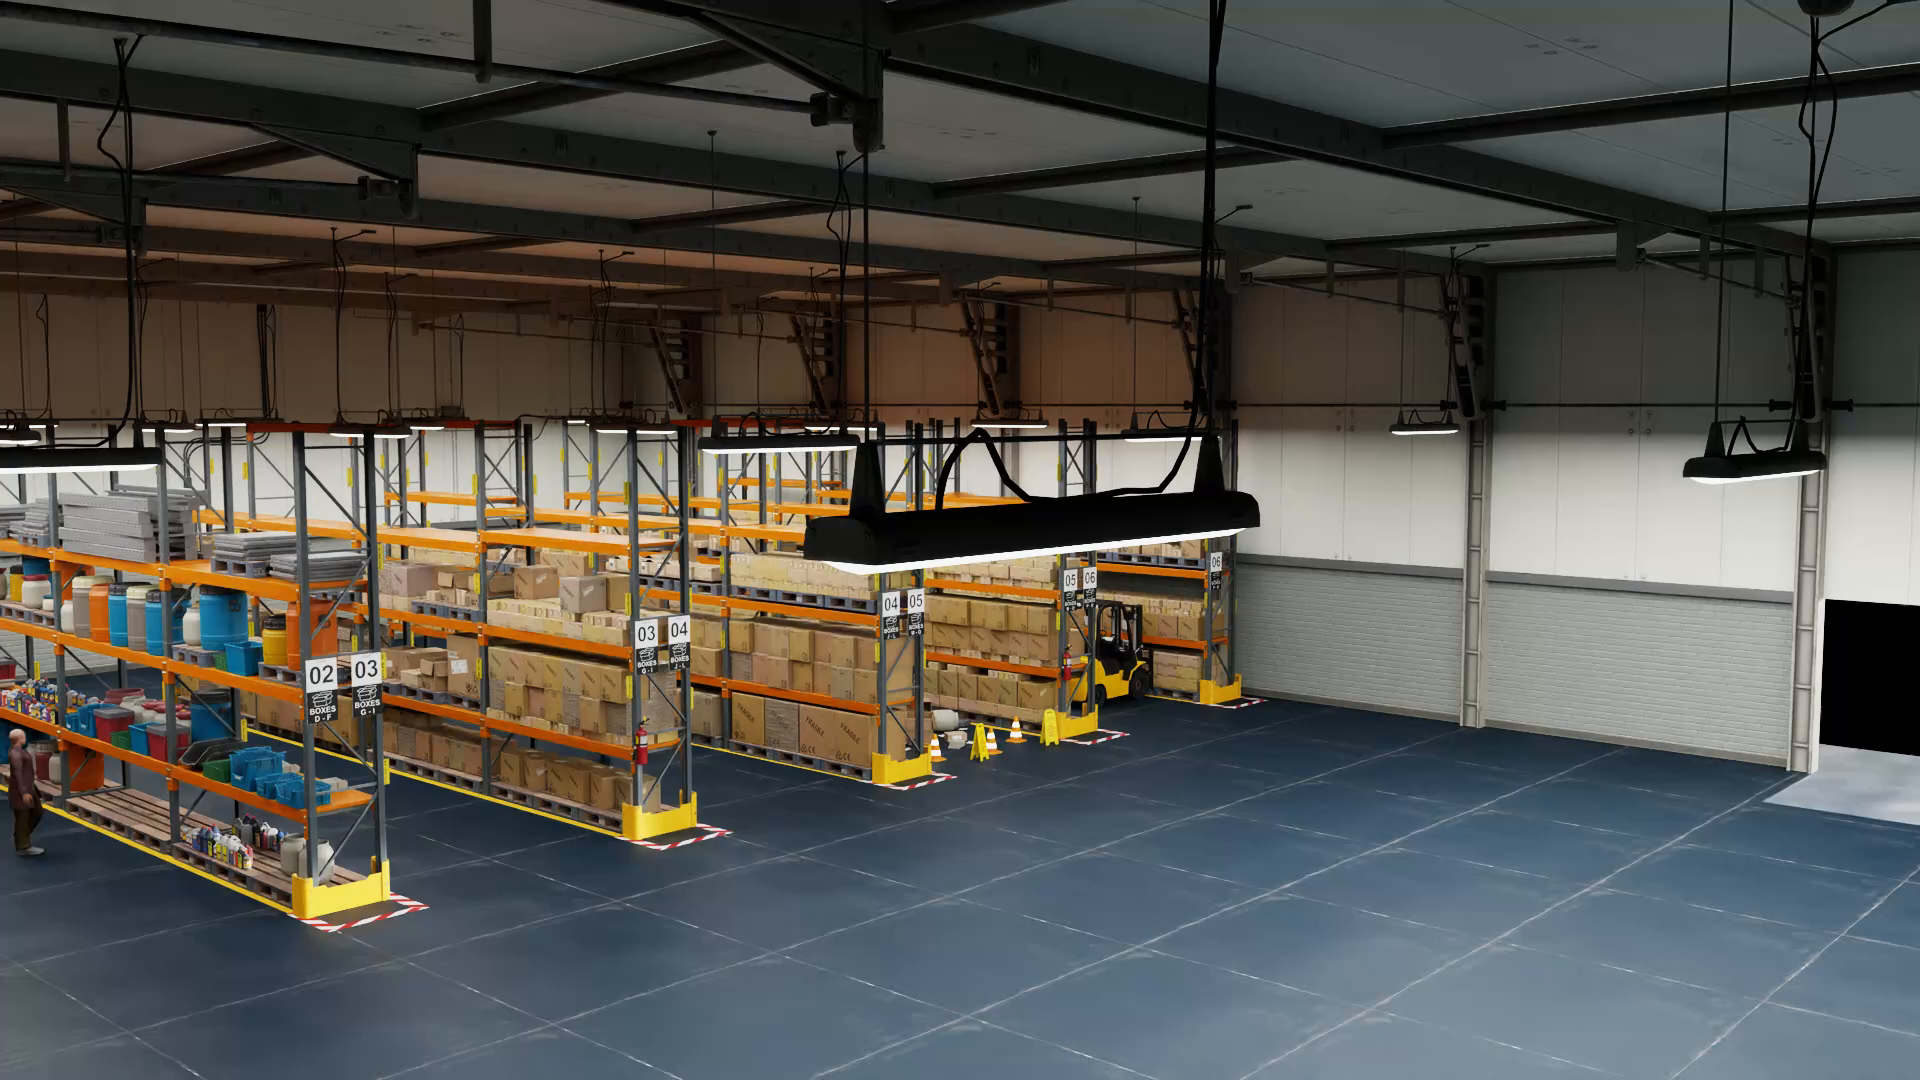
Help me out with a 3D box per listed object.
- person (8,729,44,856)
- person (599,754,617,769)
[{"bbox_3d":[-13.185,3.541,23.402,0.524,1.787,0.630,-1,5,-13],"label":"person"},{"bbox_3d":[-6.023,3.199,28.603,0.372,1.601,0.470,-2,5,-26],"label":"person"}]
